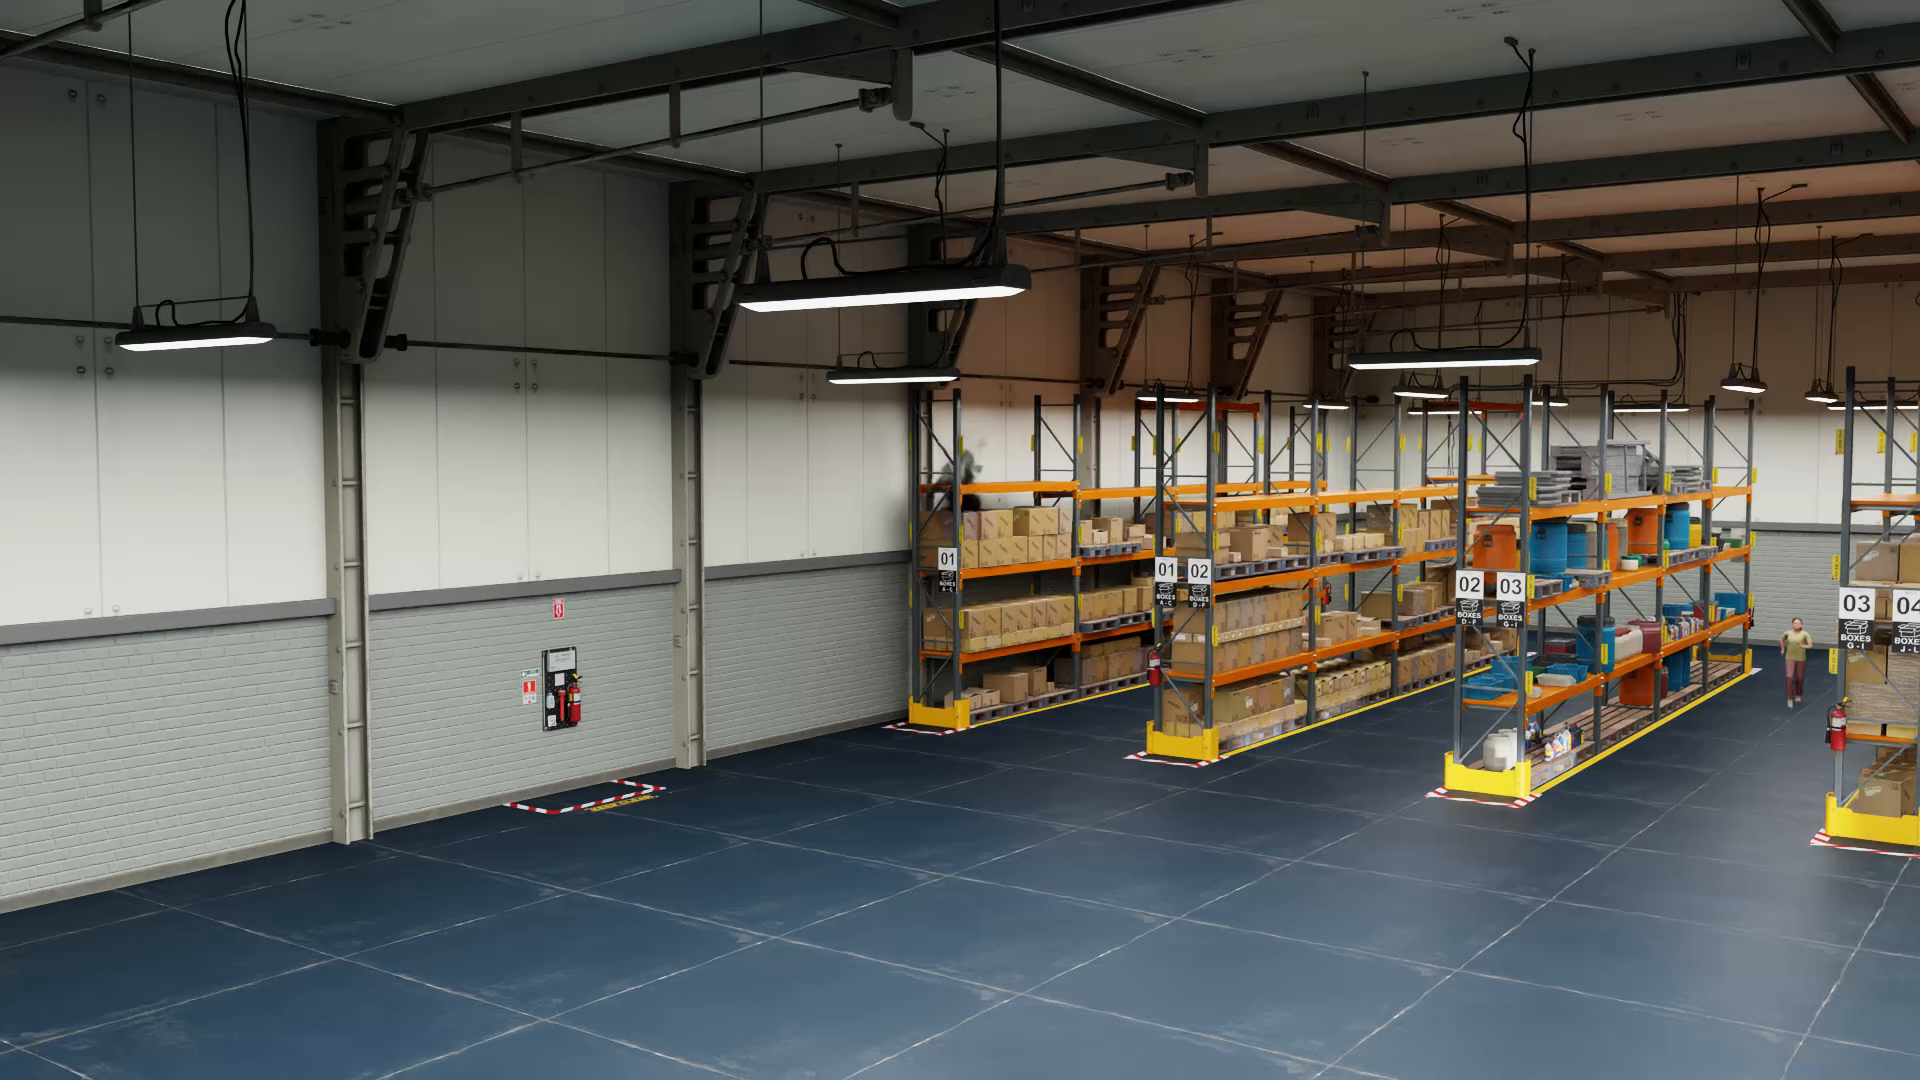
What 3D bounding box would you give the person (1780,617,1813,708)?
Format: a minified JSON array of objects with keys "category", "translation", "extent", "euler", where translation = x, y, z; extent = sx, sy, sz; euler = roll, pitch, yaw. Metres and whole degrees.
[{"category":"person","translation":[16.048,2.333,31.917],"extent":[0.555,1.709,0.854],"euler":[2,4,26]}]
